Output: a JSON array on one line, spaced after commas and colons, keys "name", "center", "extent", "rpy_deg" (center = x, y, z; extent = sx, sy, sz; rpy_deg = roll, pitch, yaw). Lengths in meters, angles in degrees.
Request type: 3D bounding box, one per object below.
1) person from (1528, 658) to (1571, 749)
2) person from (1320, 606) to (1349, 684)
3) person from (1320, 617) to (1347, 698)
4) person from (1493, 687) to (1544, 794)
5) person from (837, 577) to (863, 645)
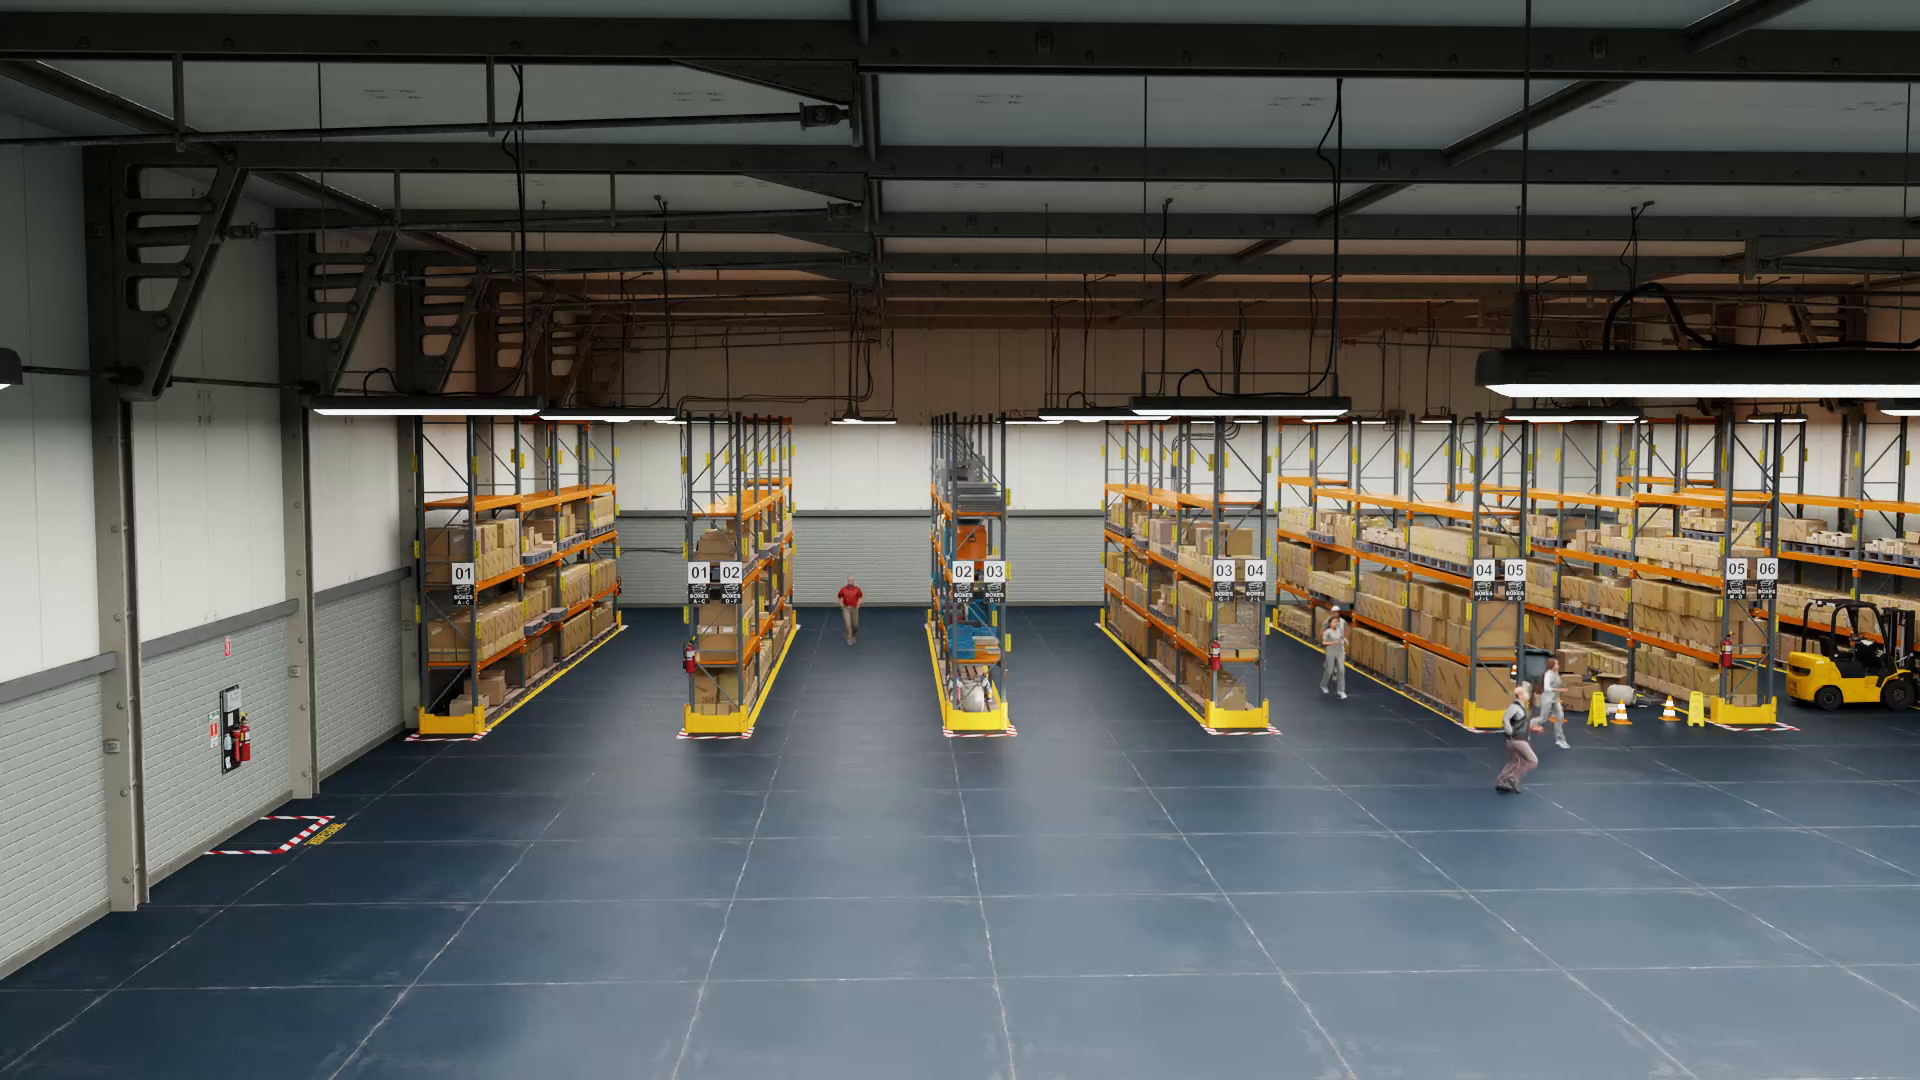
[{"name": "person", "center": [10.511, 2.899, 29.774], "extent": [0.884, 1.612, 0.551], "rpy_deg": [3, 5, 42]}, {"name": "person", "center": [8.368, 2.328, 37.191], "extent": [0.646, 1.738, 0.711], "rpy_deg": [0, 4, -5]}, {"name": "person", "center": [7.908, 2.460, 35.196], "extent": [0.559, 1.682, 0.881], "rpy_deg": [-1, 4, -18]}, {"name": "person", "center": [8.696, 3.110, 25.875], "extent": [0.724, 1.672, 0.584], "rpy_deg": [2, 4, 21]}, {"name": "person", "center": [-2.743, 1.777, 41.584], "extent": [0.664, 1.712, 0.570], "rpy_deg": [-1, 4, -9]}]
